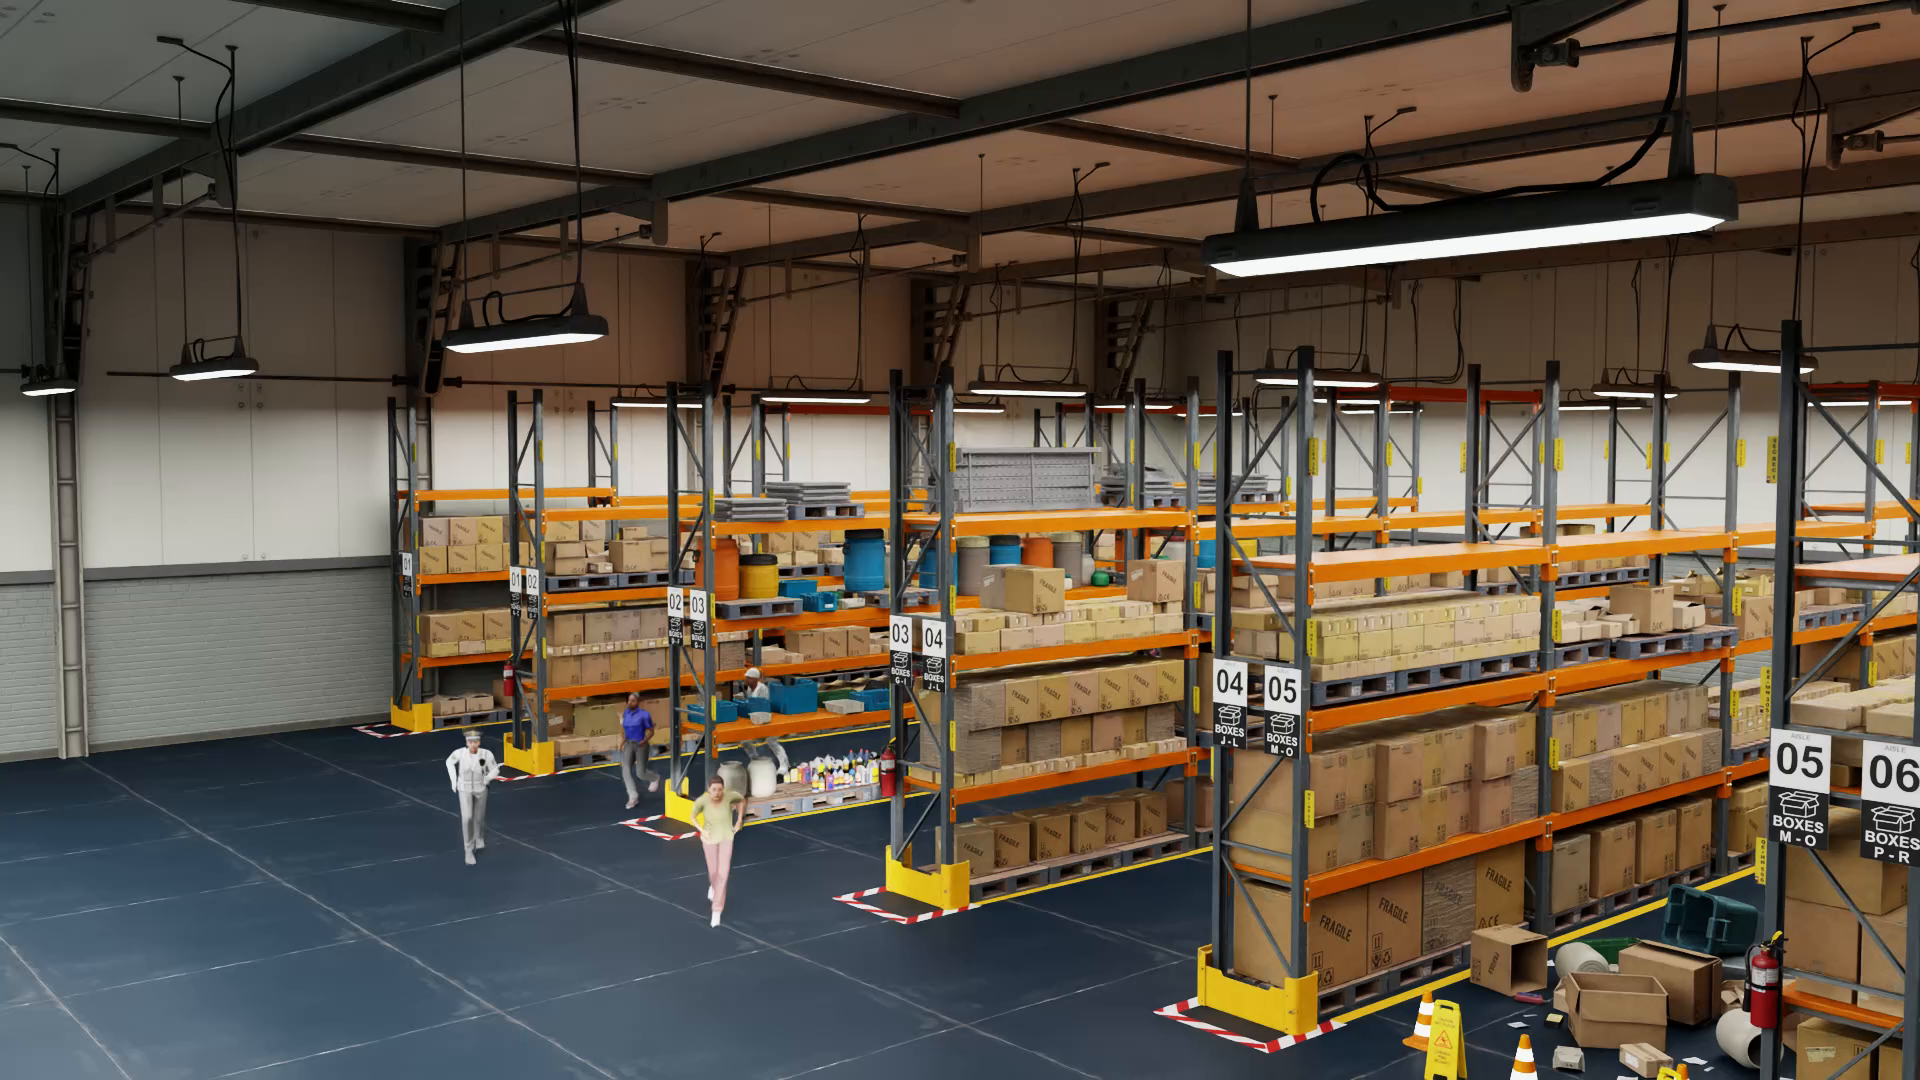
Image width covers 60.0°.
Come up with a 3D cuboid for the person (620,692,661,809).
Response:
[{"bbox_3d":[-4.604,2.984,23.820,0.560,1.612,0.757,1,3,18],"label":"person"}]

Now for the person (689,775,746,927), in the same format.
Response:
[{"bbox_3d":[-2.662,3.320,18.235,0.614,1.624,1.004,-1,3,-13],"label":"person"}]

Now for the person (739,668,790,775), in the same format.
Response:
[{"bbox_3d":[-3.007,2.804,25.456,0.936,1.739,0.668,-3,5,-43],"label":"person"}]

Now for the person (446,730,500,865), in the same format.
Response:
[{"bbox_3d":[-6.051,3.154,20.687,0.632,1.671,0.856,-1,3,-17],"label":"person"}]
